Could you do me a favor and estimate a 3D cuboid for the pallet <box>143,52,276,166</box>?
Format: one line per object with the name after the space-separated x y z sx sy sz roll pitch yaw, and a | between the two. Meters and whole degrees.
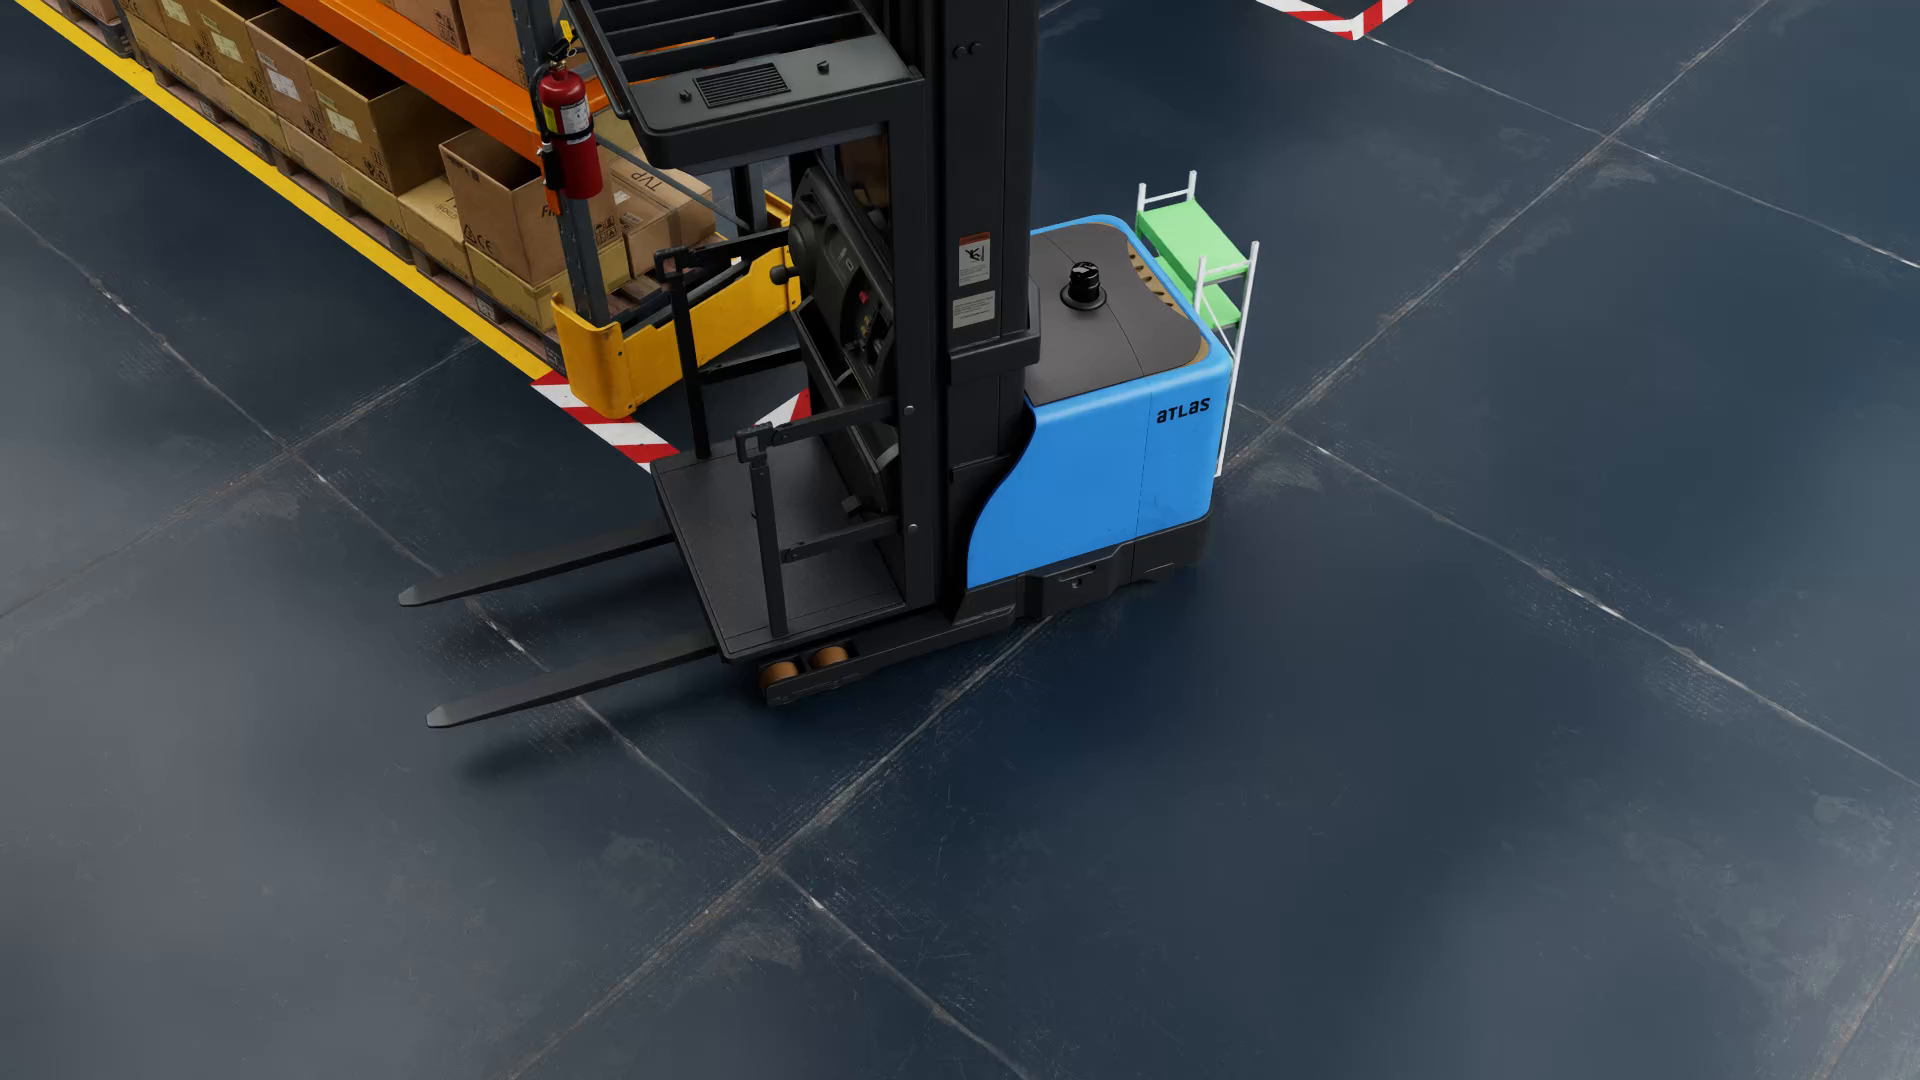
-3.633 -2.548 8.997 1.213 0.211 1.003 34 55 28 | pallet

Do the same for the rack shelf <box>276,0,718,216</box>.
-2.720 -2.683 7.705 4.000 0.370 1.077 34 55 28 | rack shelf

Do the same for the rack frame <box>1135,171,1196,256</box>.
0.800 -0.984 6.850 0.240 1.200 0.015 -17 49 -15 | rack frame

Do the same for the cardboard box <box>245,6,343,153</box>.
-2.957 -2.239 7.879 0.500 0.500 0.500 34 55 28 | cardboard box

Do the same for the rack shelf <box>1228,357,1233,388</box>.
0.893 -0.776 6.742 0.258 0.148 0.480 -17 49 -15 | rack shelf

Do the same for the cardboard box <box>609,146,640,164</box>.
-1.863 -1.772 7.954 0.500 0.250 0.500 34 55 28 | cardboard box

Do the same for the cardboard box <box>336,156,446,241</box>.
-2.589 -1.736 7.921 0.500 0.250 0.500 34 55 28 | cardboard box

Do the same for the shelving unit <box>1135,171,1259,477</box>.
0.893 -0.819 6.695 0.258 1.200 0.503 -17 49 -15 | shelving unit

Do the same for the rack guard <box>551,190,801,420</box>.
-1.232 -1.072 7.414 0.348 0.500 1.175 34 55 28 | rack guard

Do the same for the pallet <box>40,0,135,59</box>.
-4.757 -3.307 9.710 1.213 0.211 1.003 34 55 28 | pallet

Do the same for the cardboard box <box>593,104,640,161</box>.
-1.862 -2.030 7.682 0.500 0.500 0.500 34 55 28 | cardboard box

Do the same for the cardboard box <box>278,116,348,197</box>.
-2.955 -1.985 8.154 0.500 0.250 0.500 34 55 28 | cardboard box

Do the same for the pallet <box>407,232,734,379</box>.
-1.840 -1.341 7.864 1.213 0.211 1.003 34 55 28 | pallet

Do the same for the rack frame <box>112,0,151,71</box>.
-4.189 -3.918 8.371 0.127 3.000 1.000 34 55 28 | rack frame

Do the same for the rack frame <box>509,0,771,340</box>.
-1.250 -1.940 6.514 0.127 3.000 1.000 34 55 28 | rack frame

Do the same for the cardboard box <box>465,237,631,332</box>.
-1.845 -1.249 7.464 0.500 0.250 0.500 34 55 28 | cardboard box

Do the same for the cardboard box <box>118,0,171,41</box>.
-4.061 -2.980 8.574 0.500 0.500 0.500 34 55 28 | cardboard box

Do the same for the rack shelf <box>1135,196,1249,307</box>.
0.895 -1.105 6.393 0.258 0.148 0.480 -17 49 -15 | rack shelf

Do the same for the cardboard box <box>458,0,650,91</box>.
-1.584 -2.212 6.701 0.500 0.500 0.700 34 55 28 | cardboard box

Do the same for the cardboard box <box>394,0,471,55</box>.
-1.974 -2.469 6.942 0.500 0.500 0.700 35 56 29 | cardboard box

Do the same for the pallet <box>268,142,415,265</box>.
-2.733 -1.944 8.431 1.213 0.211 1.003 34 55 28 | pallet

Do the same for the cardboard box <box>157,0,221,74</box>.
-3.688 -2.737 8.346 0.500 0.500 0.500 34 55 28 | cardboard box

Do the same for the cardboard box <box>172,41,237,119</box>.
-3.690 -2.479 8.618 0.500 0.250 0.500 34 55 28 | cardboard box

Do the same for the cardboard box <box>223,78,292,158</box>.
-3.326 -2.229 8.383 0.500 0.250 0.500 34 55 28 | cardboard box

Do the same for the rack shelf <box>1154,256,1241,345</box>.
0.894 -0.940 6.567 0.258 0.148 0.480 -17 49 -15 | rack shelf

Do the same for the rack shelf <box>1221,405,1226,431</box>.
0.892 -0.611 6.917 0.258 0.148 0.480 -17 49 -15 | rack shelf

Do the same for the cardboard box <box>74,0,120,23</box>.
-4.691 -3.170 9.267 0.500 0.250 0.500 33 55 27 | cardboard box

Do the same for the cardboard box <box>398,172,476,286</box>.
-2.220 -1.490 7.690 0.500 0.250 0.500 34 55 28 | cardboard box

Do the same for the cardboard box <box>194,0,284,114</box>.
-3.326 -2.486 8.110 0.500 0.500 0.500 34 55 28 | cardboard box

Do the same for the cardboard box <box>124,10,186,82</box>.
-4.054 -2.729 8.852 0.500 0.250 0.500 34 55 28 | cardboard box

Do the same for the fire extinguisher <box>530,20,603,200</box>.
-1.478 -1.606 6.254 0.183 0.674 0.296 34 55 28 | fire extinguisher

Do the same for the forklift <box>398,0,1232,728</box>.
-0.585 -0.831 5.520 3.031 2.935 1.130 -16 49 -15 | forklift

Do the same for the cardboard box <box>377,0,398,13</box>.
-2.335 -2.718 7.175 0.500 0.500 0.700 34 56 28 | cardboard box

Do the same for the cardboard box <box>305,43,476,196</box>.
-2.591 -1.992 7.646 0.500 0.500 0.500 34 55 28 | cardboard box

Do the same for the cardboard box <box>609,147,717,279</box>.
-1.493 -1.527 7.724 0.500 0.250 0.500 34 55 28 | cardboard box

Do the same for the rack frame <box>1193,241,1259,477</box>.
0.986 -0.655 6.541 0.240 1.200 0.015 -17 49 -15 | rack frame

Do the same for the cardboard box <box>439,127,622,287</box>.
-1.846 -1.505 7.189 0.500 0.500 0.500 34 55 28 | cardboard box
